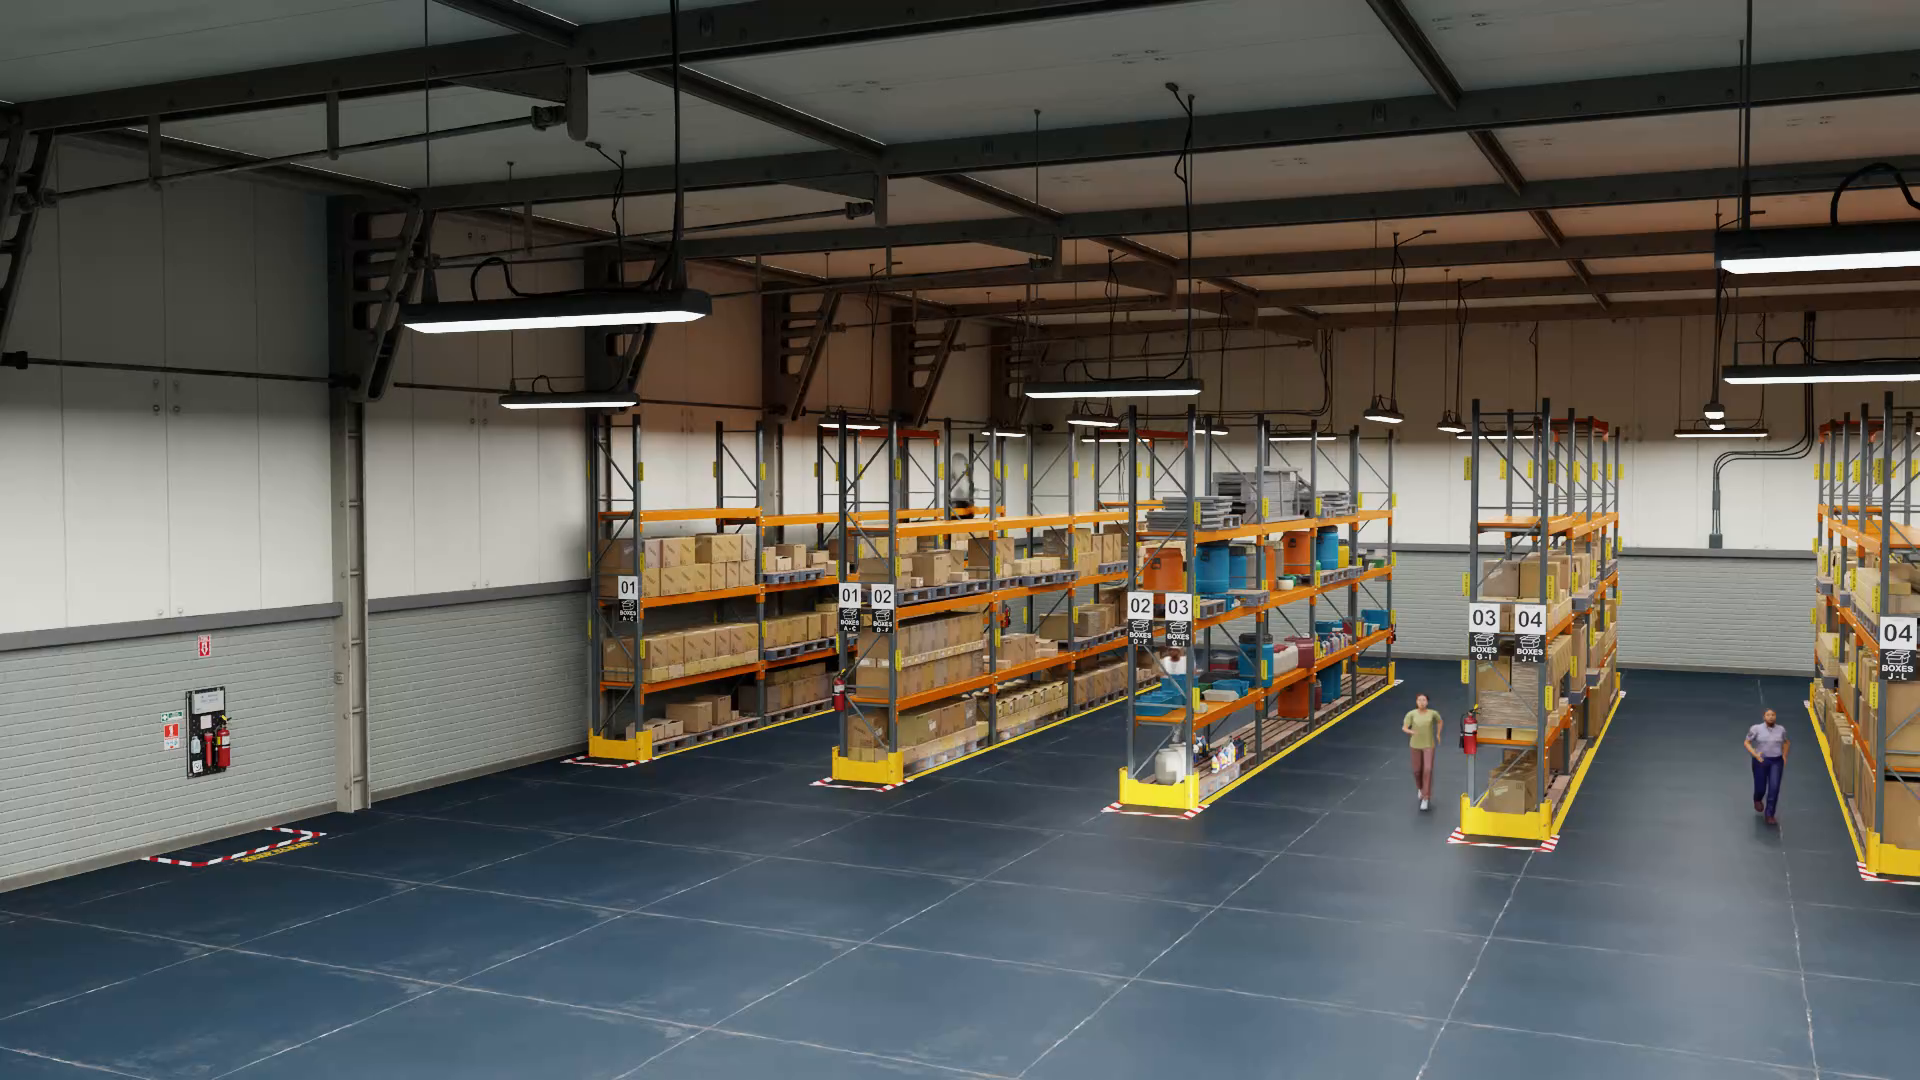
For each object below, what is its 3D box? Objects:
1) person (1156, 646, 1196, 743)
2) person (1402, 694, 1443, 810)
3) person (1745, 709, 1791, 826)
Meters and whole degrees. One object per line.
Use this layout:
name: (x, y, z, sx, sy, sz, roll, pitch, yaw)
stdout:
person: (4.016, 2.827, 31.050, 0.708, 1.821, 0.858, 1, 3, 23)
person: (6.896, 3.122, 24.836, 0.576, 1.665, 0.974, 1, 2, 19)
person: (11.575, 3.225, 23.824, 0.612, 1.624, 0.683, 1, 2, 19)
